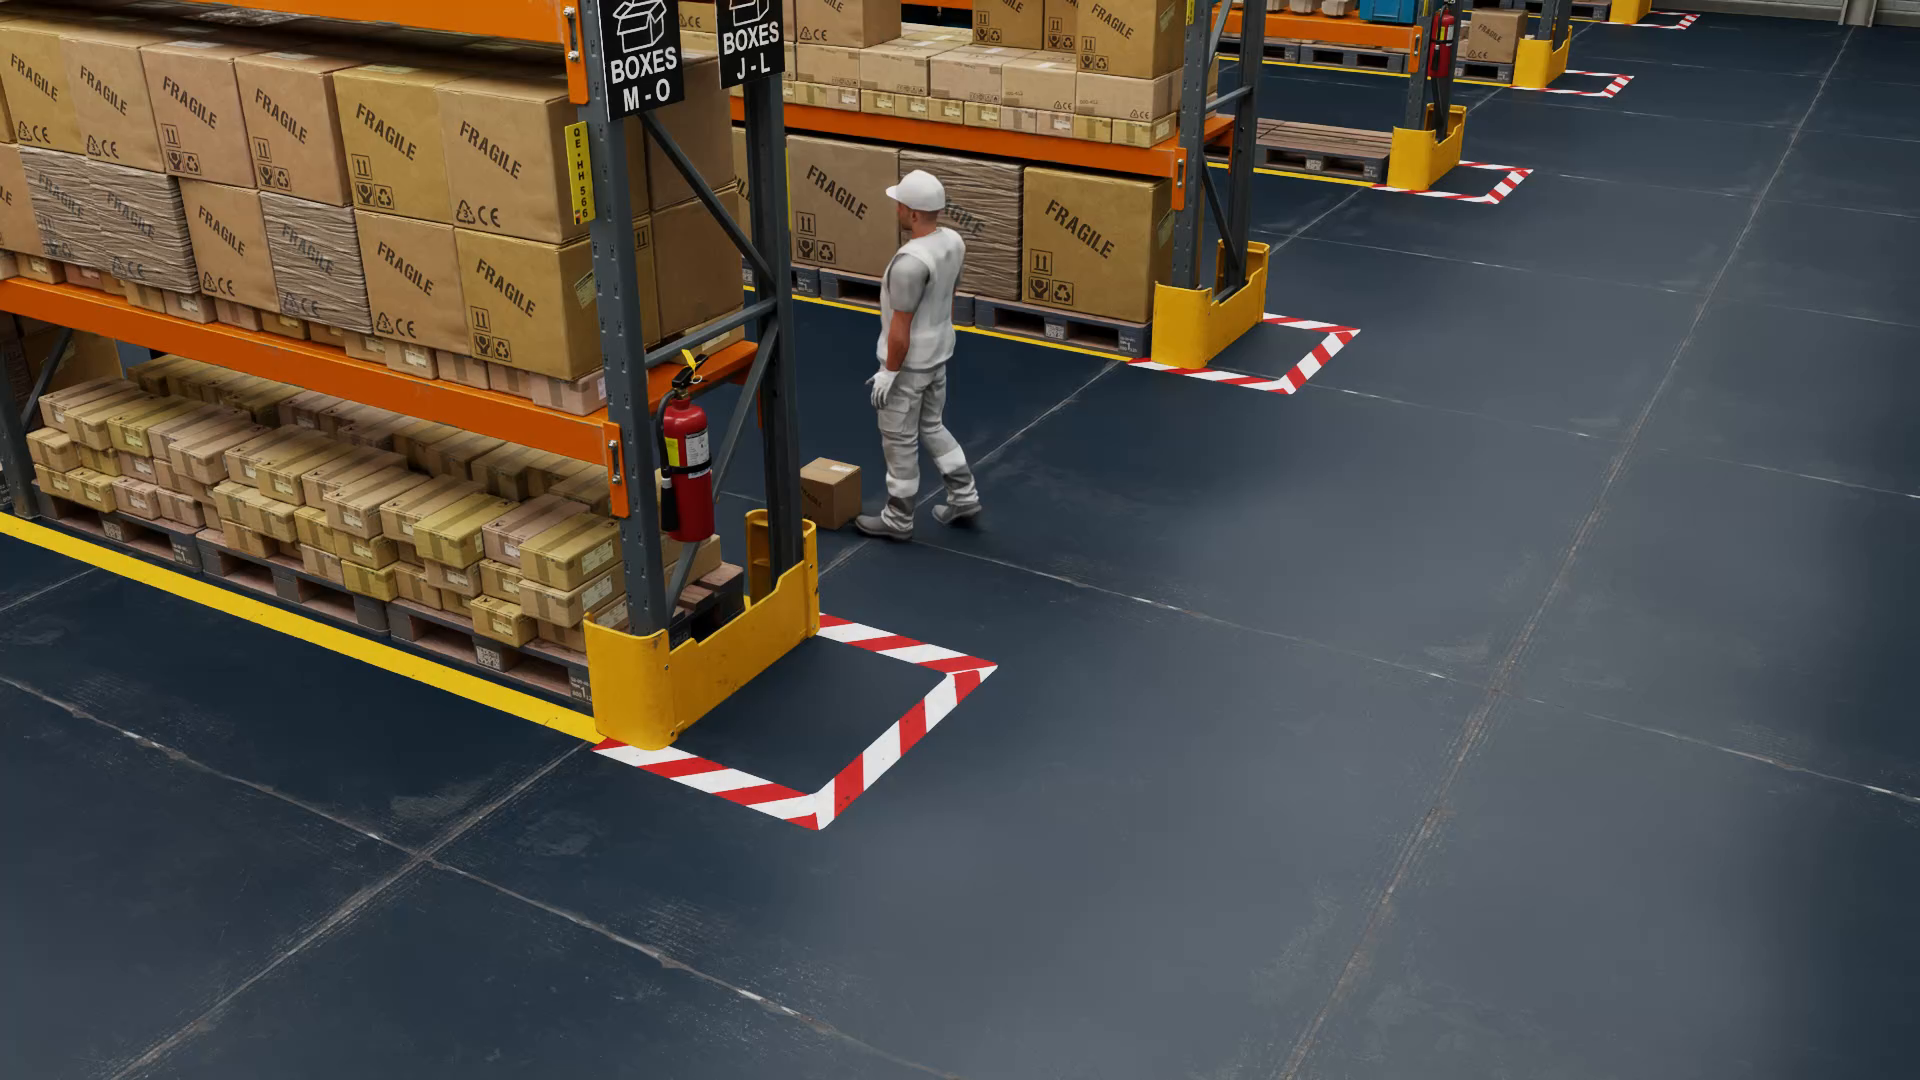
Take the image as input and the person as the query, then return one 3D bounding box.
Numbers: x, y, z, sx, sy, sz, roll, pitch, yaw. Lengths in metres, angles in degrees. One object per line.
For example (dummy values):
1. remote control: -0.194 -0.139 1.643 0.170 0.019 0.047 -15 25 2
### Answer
1. person: -0.233 -0.834 7.776 0.543 1.807 0.589 13 29 25
